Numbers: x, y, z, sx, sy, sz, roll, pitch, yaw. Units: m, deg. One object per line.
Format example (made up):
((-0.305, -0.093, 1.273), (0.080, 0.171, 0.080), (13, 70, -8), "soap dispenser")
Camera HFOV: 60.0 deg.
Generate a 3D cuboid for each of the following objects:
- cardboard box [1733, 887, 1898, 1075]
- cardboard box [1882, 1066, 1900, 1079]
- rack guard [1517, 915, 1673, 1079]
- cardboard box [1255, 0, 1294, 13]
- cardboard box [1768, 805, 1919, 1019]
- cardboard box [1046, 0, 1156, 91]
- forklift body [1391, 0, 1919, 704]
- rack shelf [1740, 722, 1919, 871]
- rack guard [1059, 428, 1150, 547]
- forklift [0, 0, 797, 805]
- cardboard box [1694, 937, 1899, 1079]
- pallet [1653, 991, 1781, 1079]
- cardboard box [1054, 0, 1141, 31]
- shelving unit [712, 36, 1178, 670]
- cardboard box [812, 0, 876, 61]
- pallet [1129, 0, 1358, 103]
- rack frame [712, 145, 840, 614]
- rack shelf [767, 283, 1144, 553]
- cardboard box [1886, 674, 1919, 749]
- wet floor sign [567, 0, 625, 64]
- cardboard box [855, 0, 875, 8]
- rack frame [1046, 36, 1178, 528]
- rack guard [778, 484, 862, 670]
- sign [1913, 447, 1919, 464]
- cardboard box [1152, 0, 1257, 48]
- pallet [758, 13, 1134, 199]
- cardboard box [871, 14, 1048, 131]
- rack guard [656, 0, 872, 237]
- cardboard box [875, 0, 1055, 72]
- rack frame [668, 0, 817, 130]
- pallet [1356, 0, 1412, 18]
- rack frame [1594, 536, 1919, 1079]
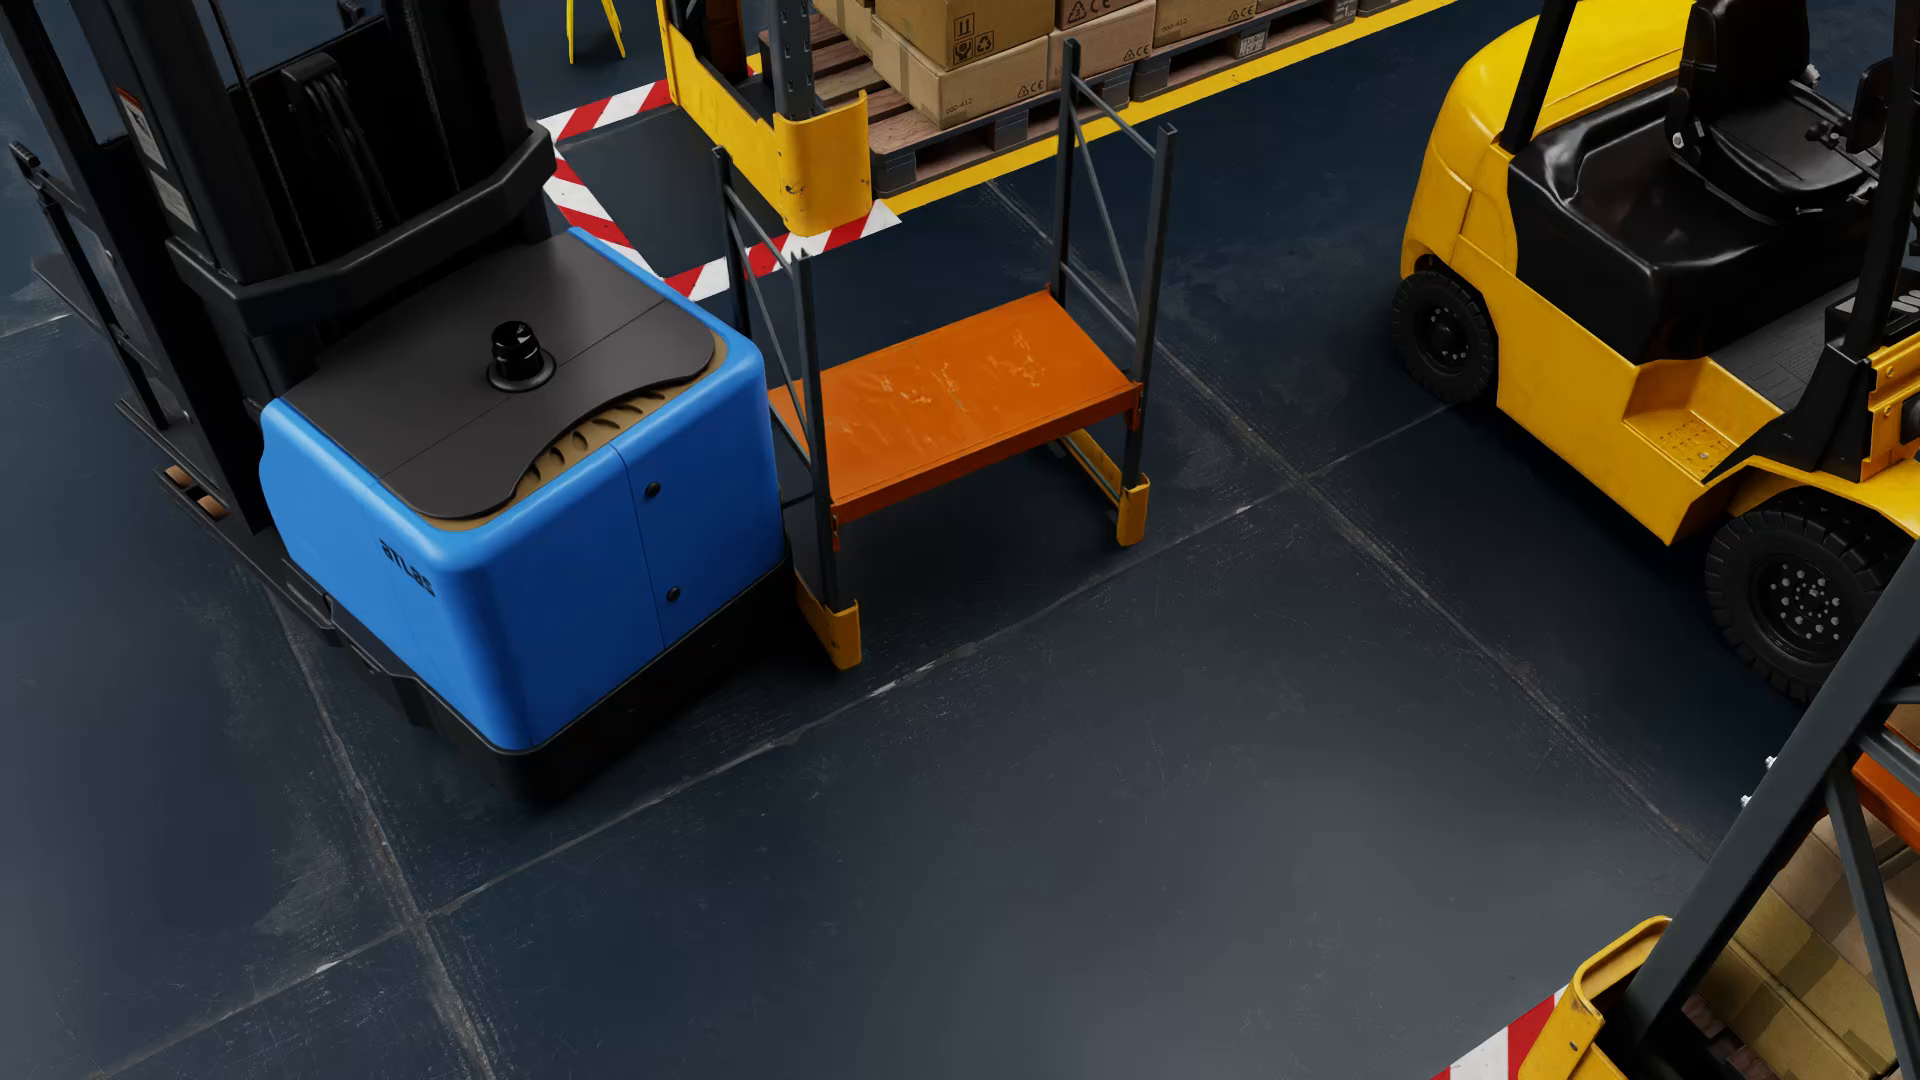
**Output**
((2.063, 0.823, 3.734), (0.500, 0.250, 0.500), (-26, 53, -21), "cardboard box")
((2.338, 1.308, 3.637), (0.500, 0.250, 0.500), (-25, 53, -21), "cardboard box")
((1.798, 1.446, 3.627), (0.348, 0.500, 1.175), (-25, 53, -21), "rack guard")
((1.316, -2.524, 7.049), (0.500, 0.250, 0.500), (-24, 53, -20), "cardboard box")
((2.041, 0.667, 3.538), (0.500, 0.250, 0.500), (-24, 52, -20), "cardboard box")
((0.432, -2.099, 6.670), (0.500, 0.250, 0.500), (-23, 52, -20), "cardboard box")
((2.449, -1.020, 4.718), (1.214, 2.155, 2.313), (-25, 53, -21), "forklift body")
((3.510, 0.048, 3.681), (4.000, 0.370, 1.077), (-25, 53, -21), "rack shelf")
((0.408, -0.262, 5.316), (0.087, 0.250, 0.587), (-23, 52, -19), "rack guard")
((-1.915, -1.227, 4.380), (3.031, 2.935, 1.130), (34, 57, 27), "forklift")
((2.047, 0.994, 3.917), (0.500, 0.250, 0.500), (-25, 53, -21), "cardboard box")
((2.443, 1.202, 4.038), (1.213, 0.211, 1.003), (-25, 53, -21), "pallet")
((0.456, -2.370, 6.410), (0.500, 0.500, 0.500), (-27, 54, -22), "cardboard box")
((-0.027, -0.497, 4.688), (1.083, 1.500, 0.587), (-23, 52, -19), "shelving unit")
((-0.273, -2.255, 6.810), (0.500, 0.250, 0.500), (-25, 53, -21), "cardboard box")
((0.968, -2.415, 7.260), (1.213, 0.211, 1.003), (-25, 53, -21), "pallet")
((-0.479, -0.309, 4.521), (0.032, 1.500, 0.500), (-23, 52, -19), "rack frame")
((-0.035, -0.374, 4.820), (1.000, 0.185, 0.538), (-23, 52, -19), "rack shelf")
((2.094, 0.210, 2.987), (0.500, 0.500, 0.500), (-26, 53, -22), "cardboard box")
((-1.565, -2.345, 6.906), (0.232, 0.644, 0.267), (-9, 49, -8), "wet floor sign")
((-0.295, -2.487, 6.514), (0.500, 0.500, 0.500), (-25, 53, -21), "cardboard box")
((0.410, -0.678, 4.850), (0.032, 1.500, 0.500), (-23, 52, -19), "rack frame")
((-0.462, 0.100, 4.994), (0.087, 0.250, 0.587), (-23, 52, -19), "rack guard")
((1.541, -0.207, 2.491), (0.005, 0.325, 0.100), (-25, 53, -21), "sign")
((0.887, -2.324, 6.871), (0.500, 0.250, 0.500), (-22, 52, -18), "cardboard box")
((-0.063, -1.932, 6.830), (1.213, 0.211, 1.003), (-25, 53, -21), "pallet")
((-0.004, -1.900, 6.494), (0.500, 0.250, 0.500), (-26, 53, -21), "cardboard box")
((-0.769, -1.727, 6.453), (0.348, 0.500, 1.175), (-25, 53, -21), "rack guard")
((0.016, -2.159, 6.222), (0.500, 0.500, 0.500), (-27, 54, -22), "cardboard box")
((-0.833, -2.528, 5.493), (0.127, 3.000, 1.000), (-25, 53, -21), "rack frame")
((2.001, -2.905, 7.695), (1.213, 0.211, 1.003), (-25, 53, -21), "pallet")
((1.818, 0.605, 2.702), (0.127, 3.000, 1.000), (-25, 53, -21), "rack frame")
